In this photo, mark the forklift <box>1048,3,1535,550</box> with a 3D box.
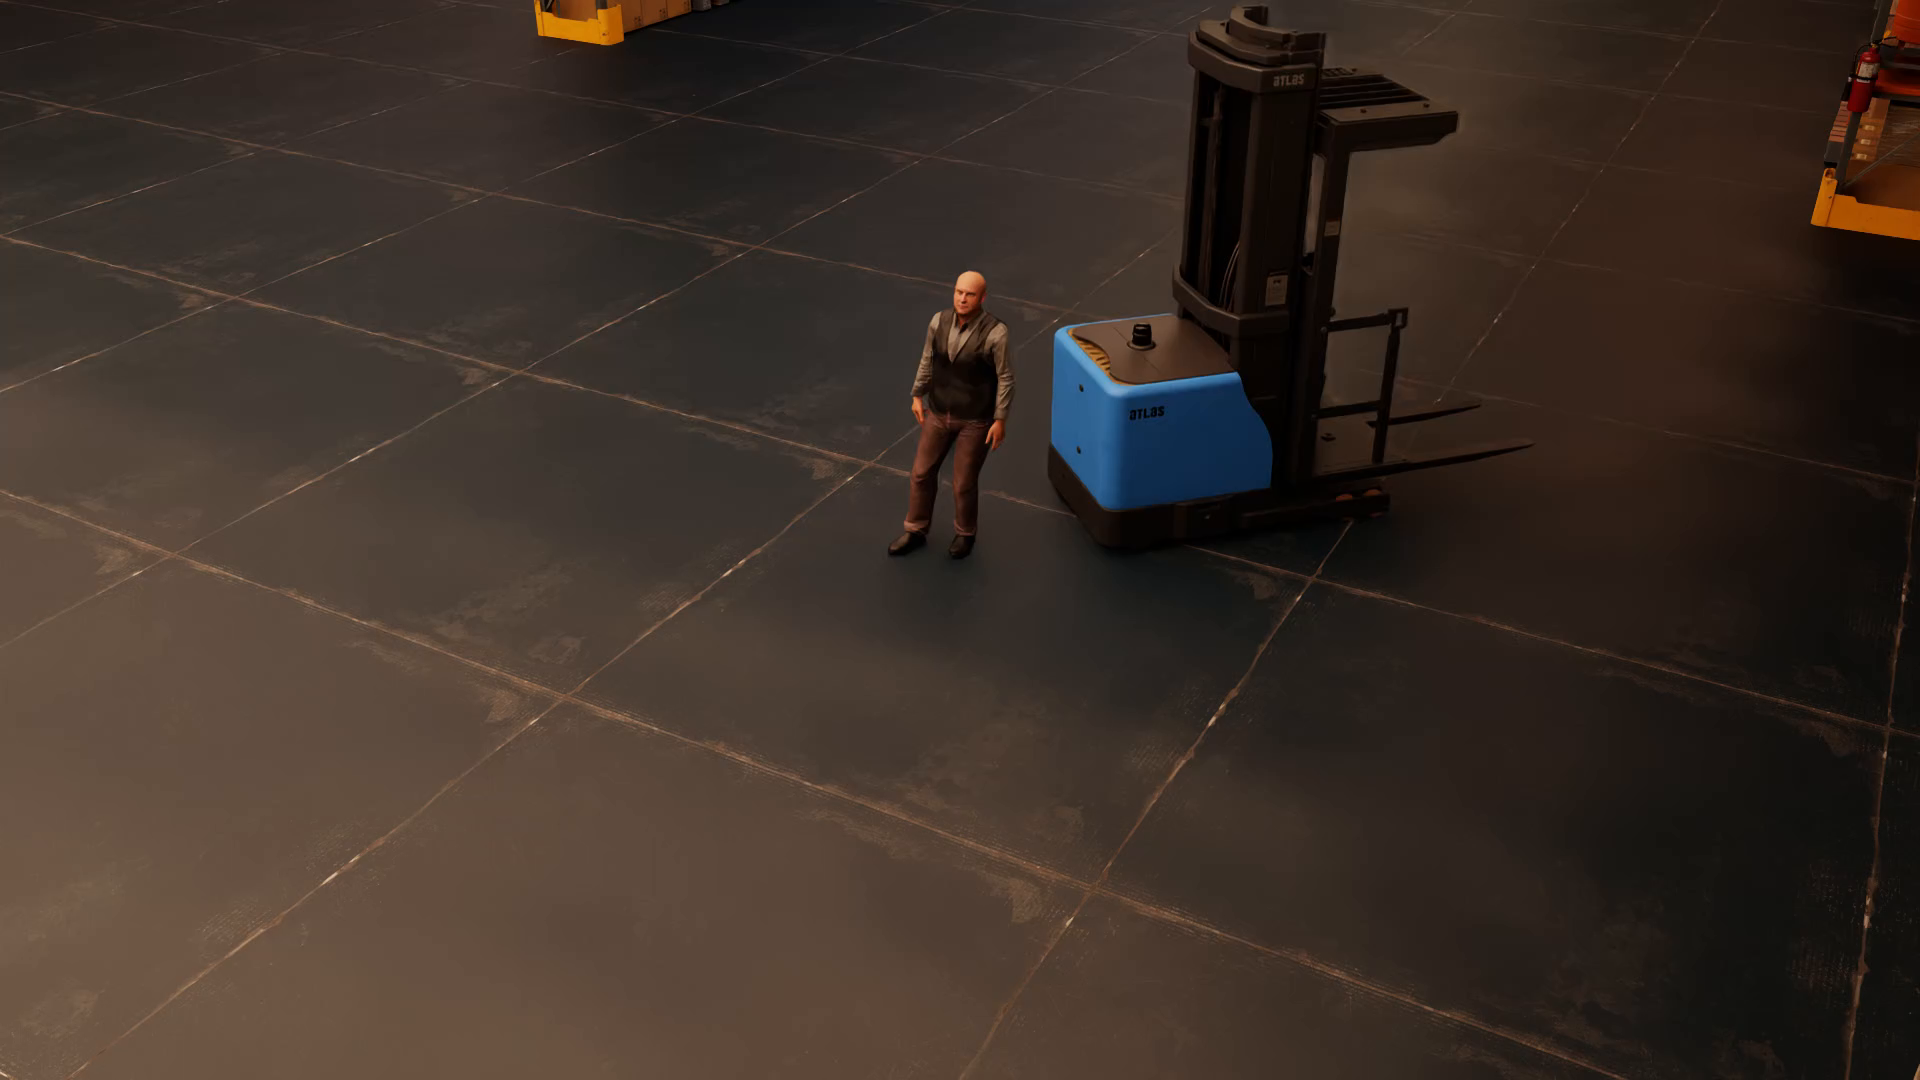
[{"bbox_3d":[2.133,-1.627,9.890,3.031,2.935,1.130,-9,31,-15],"label":"forklift"}]

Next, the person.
[{"bbox_3d":[-0.033,-0.681,9.485,0.663,1.713,0.549,17,34,27],"label":"person"}]
